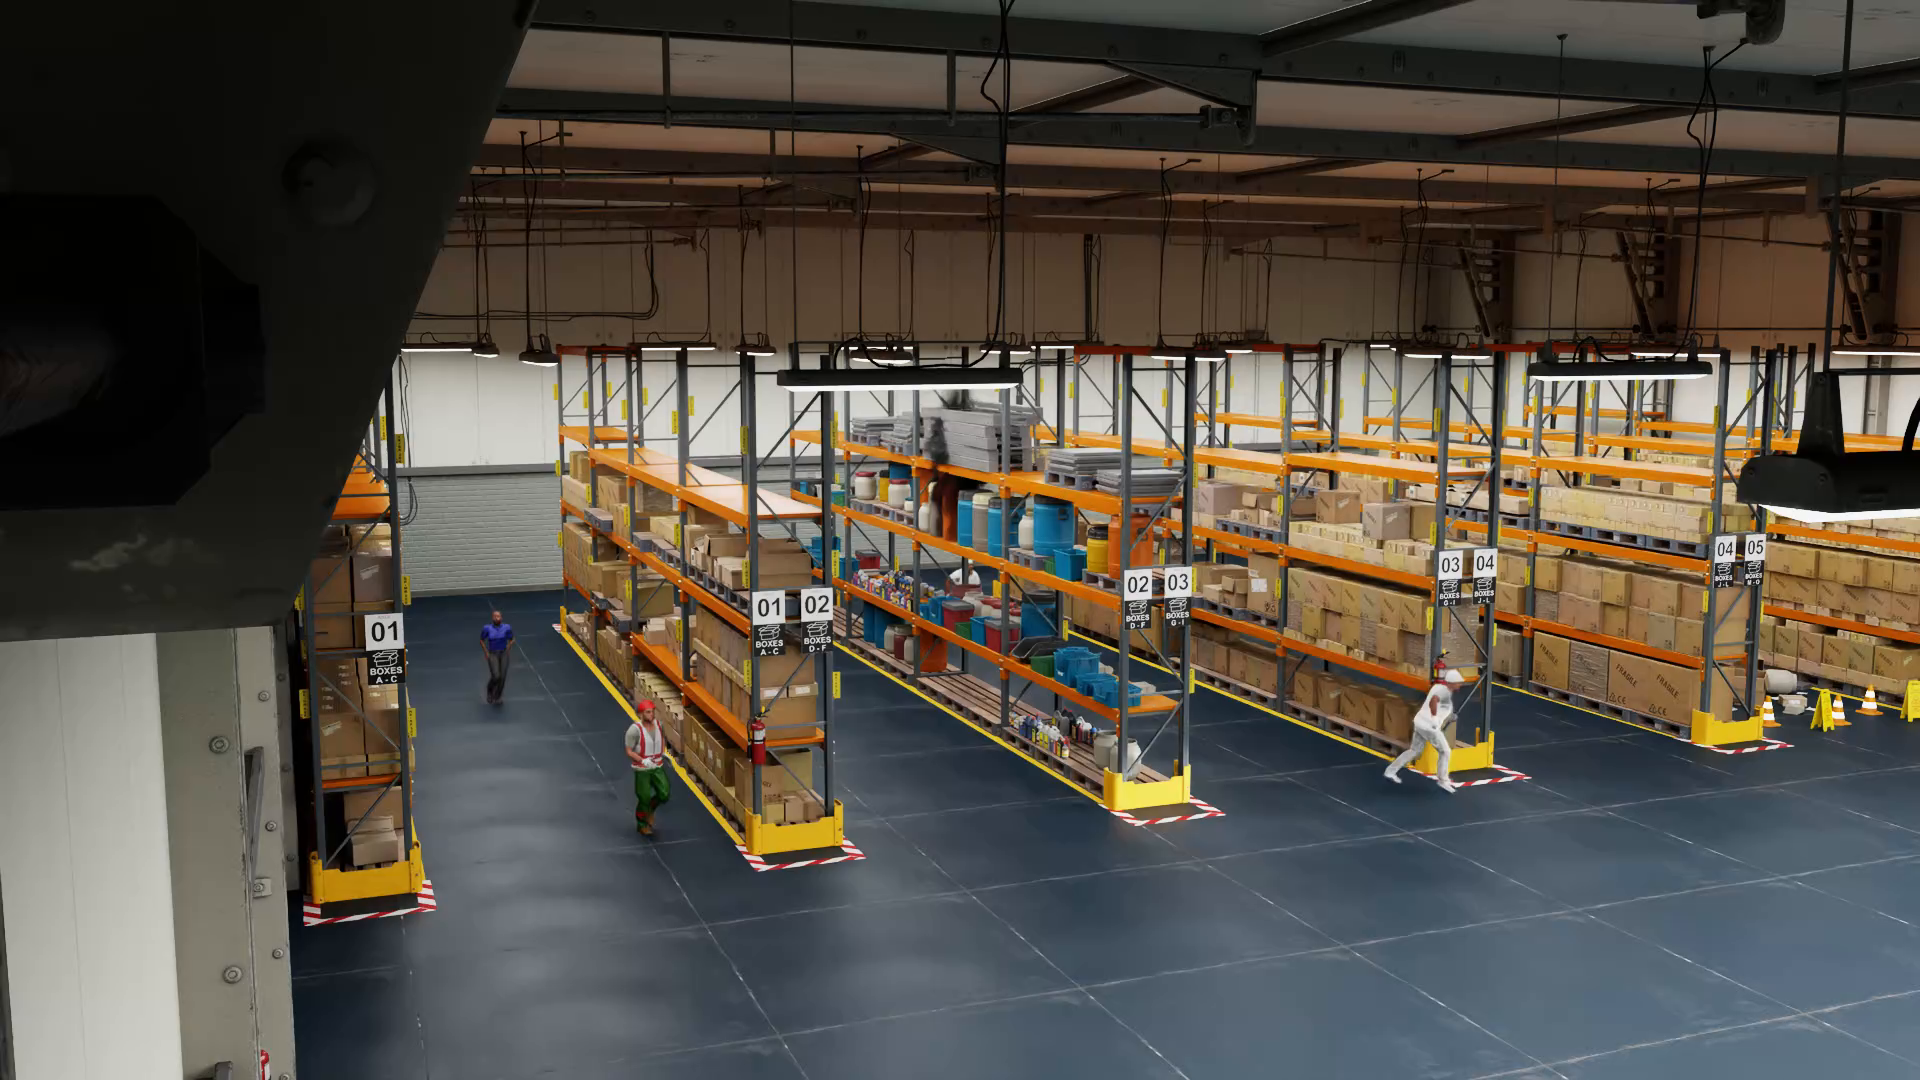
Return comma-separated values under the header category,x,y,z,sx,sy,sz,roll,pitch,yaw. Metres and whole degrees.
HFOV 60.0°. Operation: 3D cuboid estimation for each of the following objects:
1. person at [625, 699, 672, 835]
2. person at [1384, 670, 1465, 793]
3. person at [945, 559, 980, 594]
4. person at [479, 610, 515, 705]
category,x,y,z,sx,sy,sz,roll,pitch,yaw
person,-3.844,2.840,20.721,0.661,1.734,0.642,-6,10,-41
person,6.357,2.634,22.764,1.055,1.732,0.730,1,7,4
person,0.082,1.206,33.840,0.744,1.714,0.687,-4,8,-29
person,-7.746,1.983,27.939,0.561,1.621,0.573,-3,8,-25
